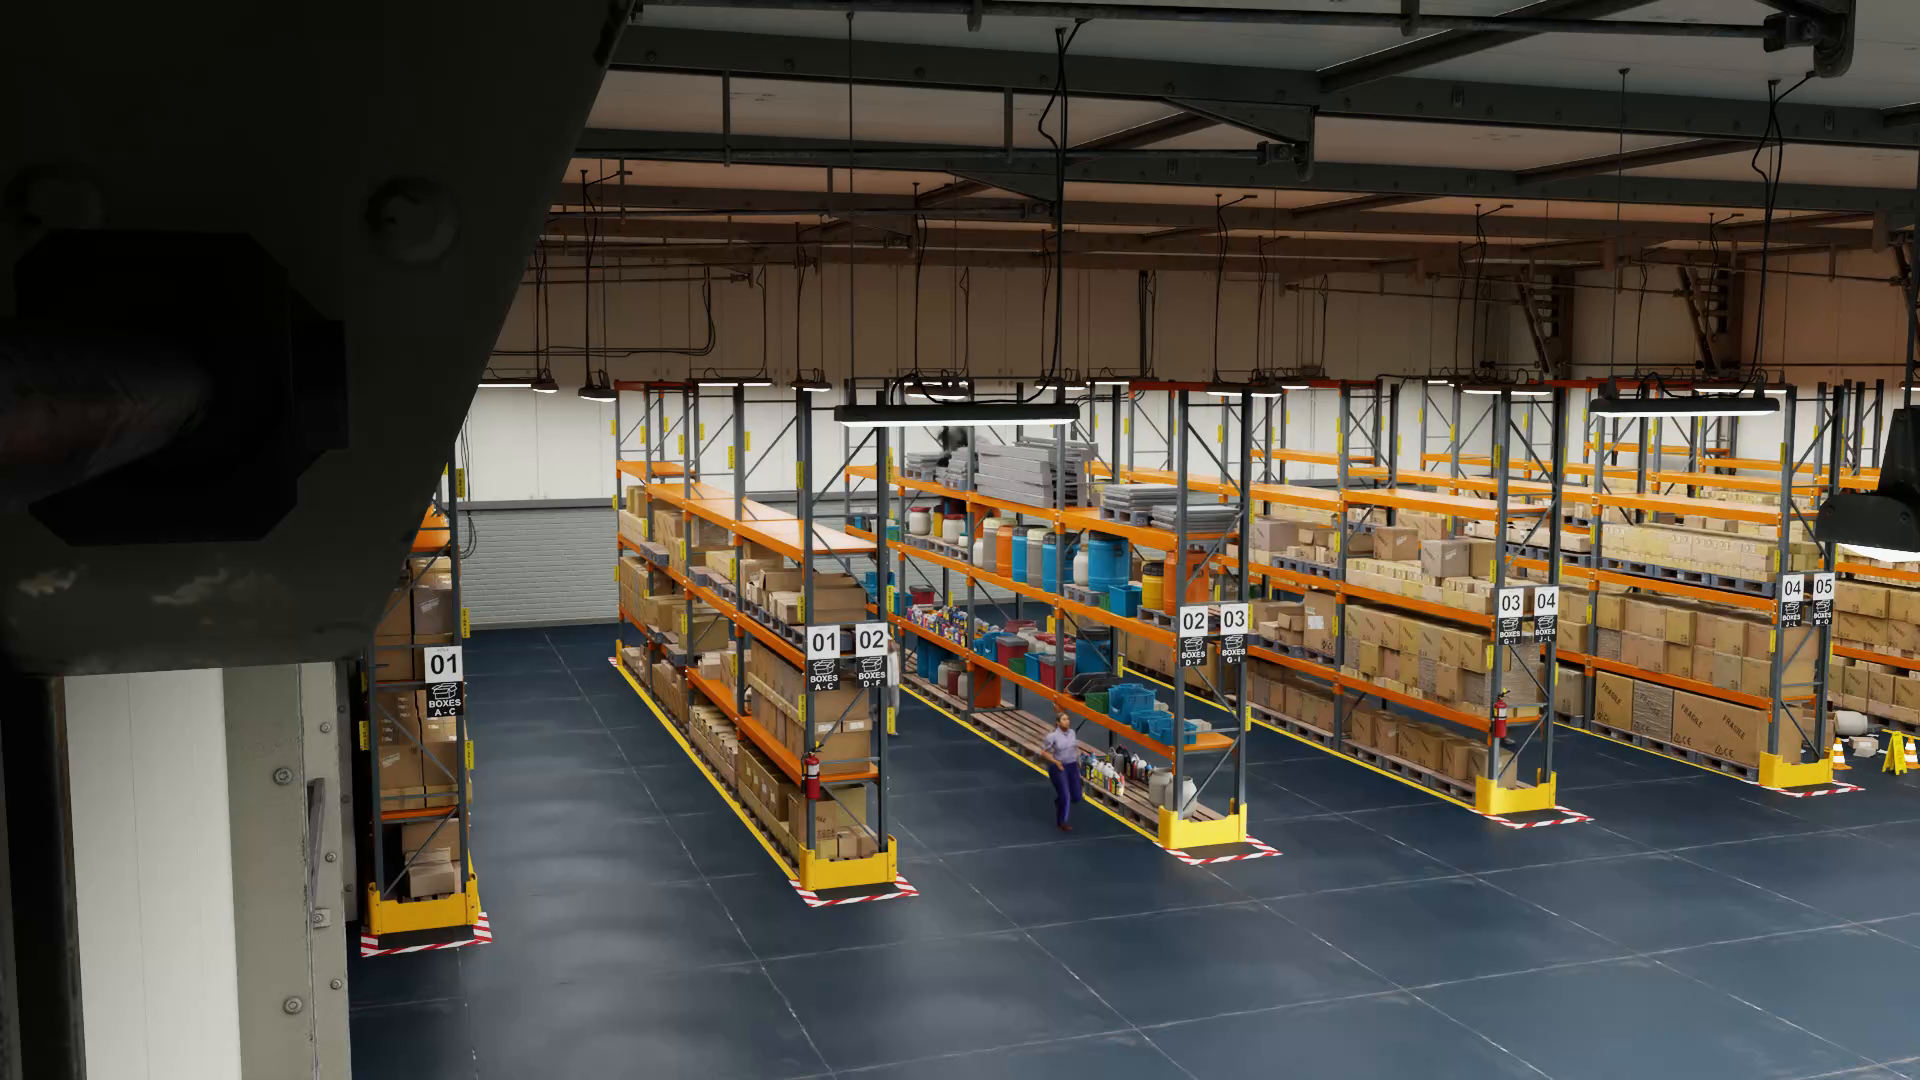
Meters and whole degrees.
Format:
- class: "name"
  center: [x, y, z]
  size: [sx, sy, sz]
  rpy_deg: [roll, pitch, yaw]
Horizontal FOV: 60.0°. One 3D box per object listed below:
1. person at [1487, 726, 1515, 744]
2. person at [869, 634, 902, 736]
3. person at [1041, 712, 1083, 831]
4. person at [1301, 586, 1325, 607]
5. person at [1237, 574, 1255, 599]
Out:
- class: "person"
  center: [9.084, 2.534, 27.887]
  size: [0.726, 1.726, 0.631]
  rpy_deg: [-3, 7, -30]
- class: "person"
  center: [-1.271, 2.460, 28.540]
  size: [0.661, 1.744, 0.733]
  rpy_deg: [-4, 7, -34]
- class: "person"
  center: [1.394, 3.138, 22.725]
  size: [0.605, 1.594, 0.579]
  rpy_deg: [-4, 7, -32]
- class: "person"
  center: [7.419, 1.790, 34.418]
  size: [0.662, 1.832, 0.776]
  rpy_deg: [-3, 7, -26]
- class: "person"
  center: [7.149, 1.088, 41.244]
  size: [0.929, 1.788, 0.686]
  rpy_deg: [-3, 7, -27]
